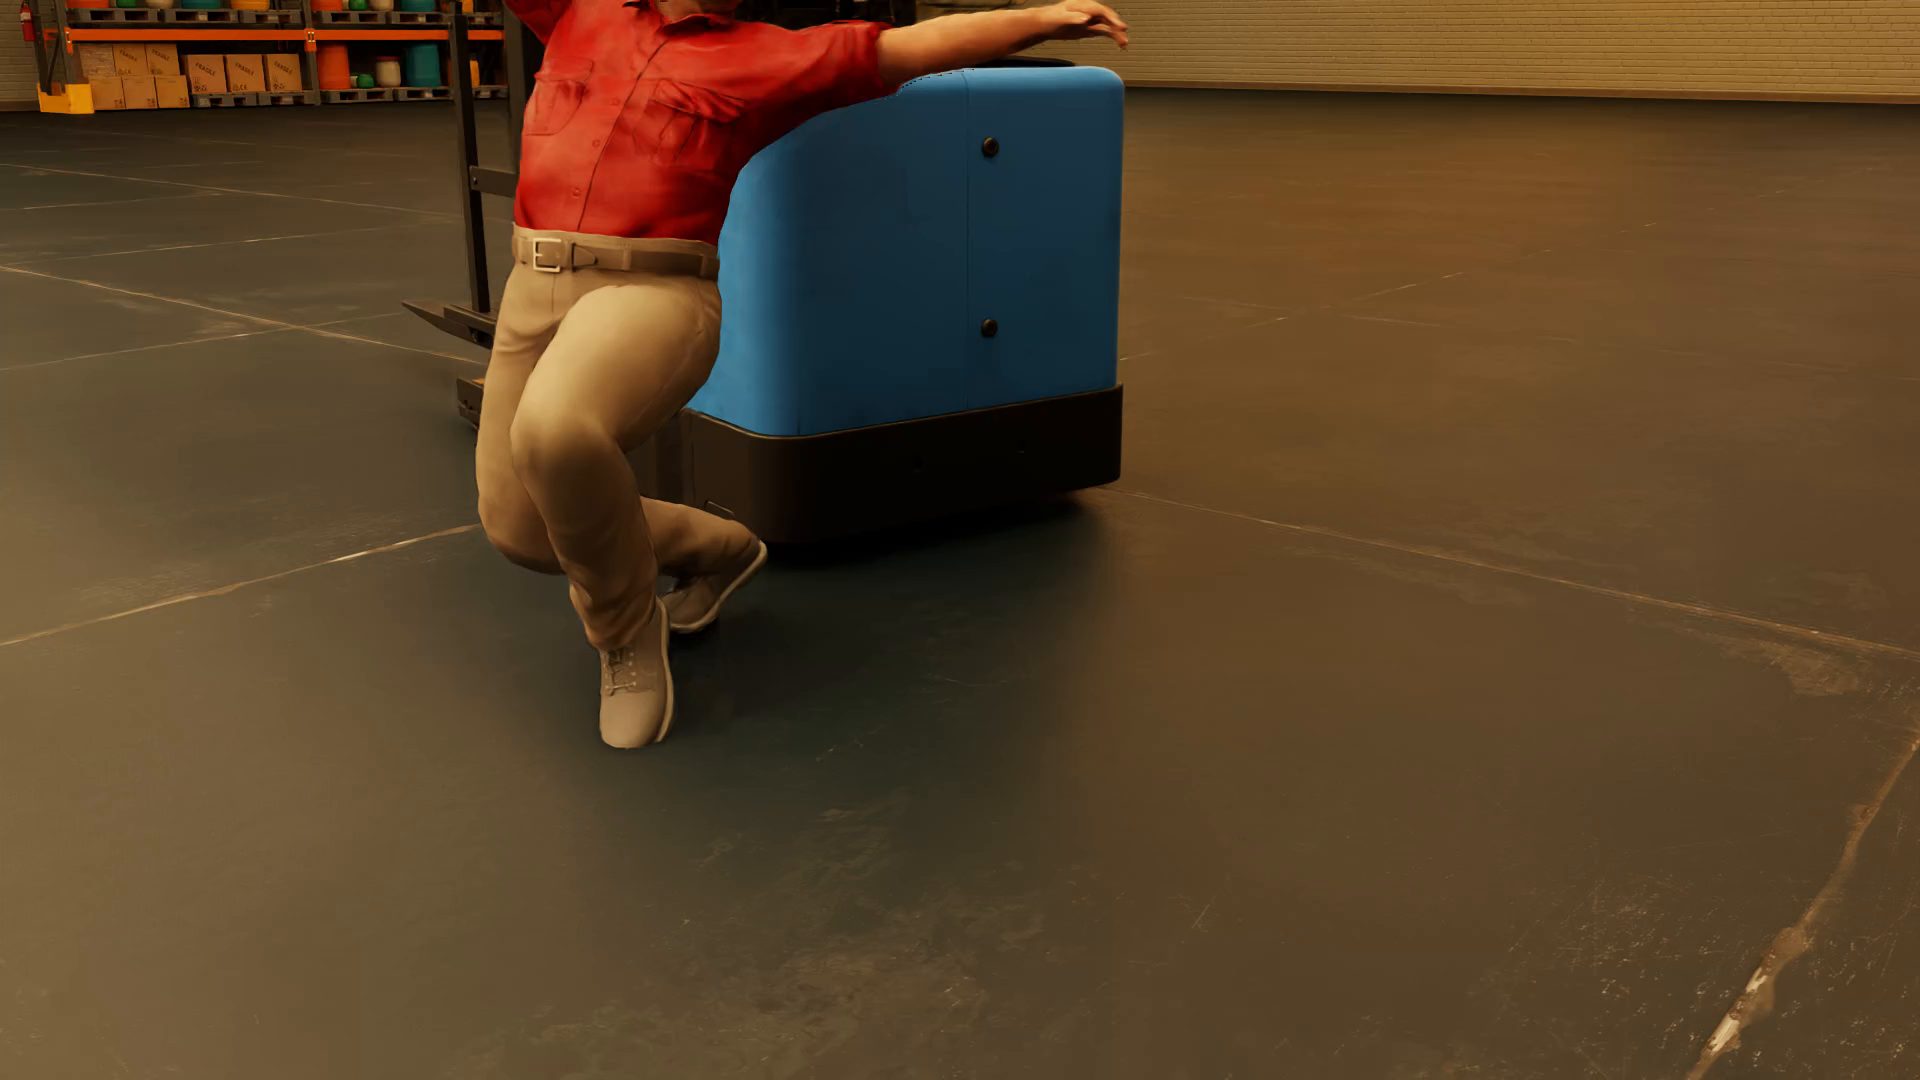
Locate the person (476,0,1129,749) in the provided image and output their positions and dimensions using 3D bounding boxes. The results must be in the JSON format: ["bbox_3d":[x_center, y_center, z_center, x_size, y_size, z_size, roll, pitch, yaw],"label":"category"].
[{"bbox_3d":[-0.354,-0.441,2.797,1.108,1.602,0.859,8,19,24],"label":"person"}]

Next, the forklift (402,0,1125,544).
[{"bbox_3d":[-0.863,-1.757,4.685,1.130,2.935,3.031,-12,21,-34],"label":"forklift"}]
